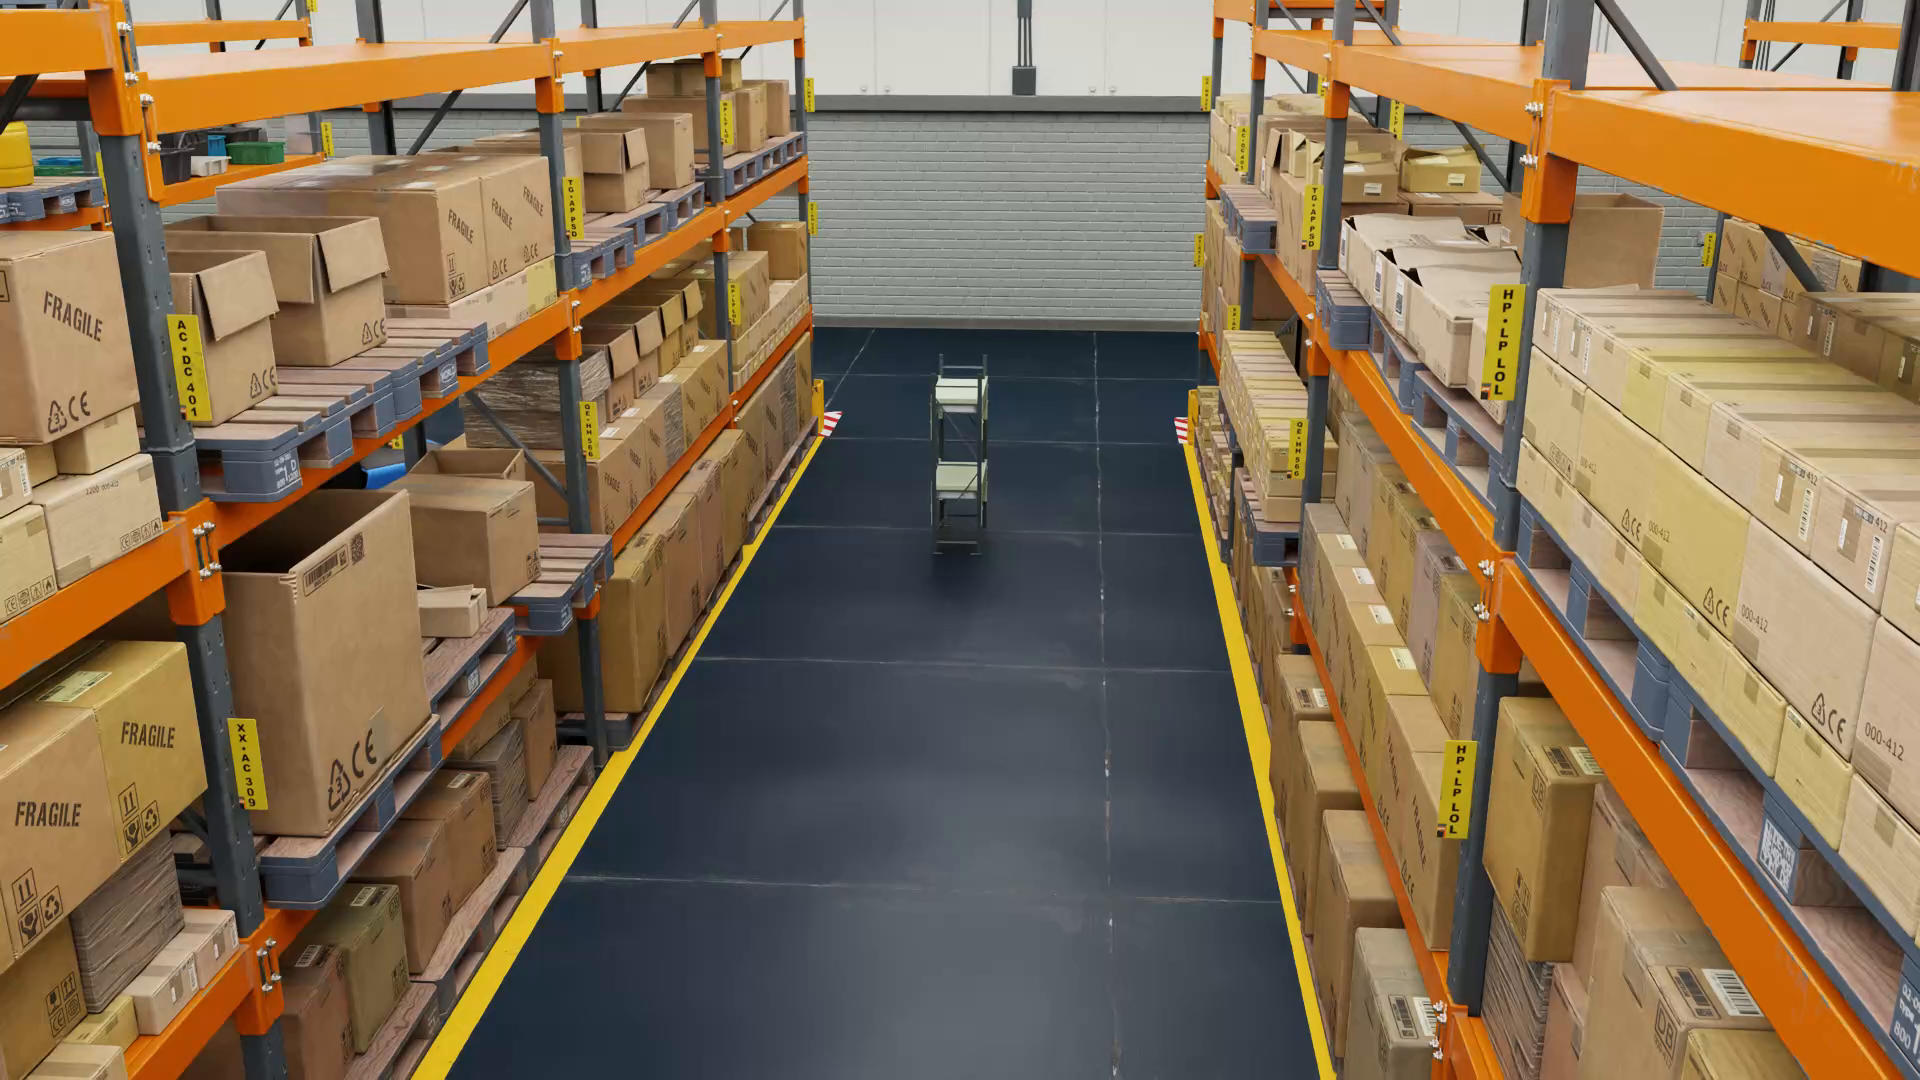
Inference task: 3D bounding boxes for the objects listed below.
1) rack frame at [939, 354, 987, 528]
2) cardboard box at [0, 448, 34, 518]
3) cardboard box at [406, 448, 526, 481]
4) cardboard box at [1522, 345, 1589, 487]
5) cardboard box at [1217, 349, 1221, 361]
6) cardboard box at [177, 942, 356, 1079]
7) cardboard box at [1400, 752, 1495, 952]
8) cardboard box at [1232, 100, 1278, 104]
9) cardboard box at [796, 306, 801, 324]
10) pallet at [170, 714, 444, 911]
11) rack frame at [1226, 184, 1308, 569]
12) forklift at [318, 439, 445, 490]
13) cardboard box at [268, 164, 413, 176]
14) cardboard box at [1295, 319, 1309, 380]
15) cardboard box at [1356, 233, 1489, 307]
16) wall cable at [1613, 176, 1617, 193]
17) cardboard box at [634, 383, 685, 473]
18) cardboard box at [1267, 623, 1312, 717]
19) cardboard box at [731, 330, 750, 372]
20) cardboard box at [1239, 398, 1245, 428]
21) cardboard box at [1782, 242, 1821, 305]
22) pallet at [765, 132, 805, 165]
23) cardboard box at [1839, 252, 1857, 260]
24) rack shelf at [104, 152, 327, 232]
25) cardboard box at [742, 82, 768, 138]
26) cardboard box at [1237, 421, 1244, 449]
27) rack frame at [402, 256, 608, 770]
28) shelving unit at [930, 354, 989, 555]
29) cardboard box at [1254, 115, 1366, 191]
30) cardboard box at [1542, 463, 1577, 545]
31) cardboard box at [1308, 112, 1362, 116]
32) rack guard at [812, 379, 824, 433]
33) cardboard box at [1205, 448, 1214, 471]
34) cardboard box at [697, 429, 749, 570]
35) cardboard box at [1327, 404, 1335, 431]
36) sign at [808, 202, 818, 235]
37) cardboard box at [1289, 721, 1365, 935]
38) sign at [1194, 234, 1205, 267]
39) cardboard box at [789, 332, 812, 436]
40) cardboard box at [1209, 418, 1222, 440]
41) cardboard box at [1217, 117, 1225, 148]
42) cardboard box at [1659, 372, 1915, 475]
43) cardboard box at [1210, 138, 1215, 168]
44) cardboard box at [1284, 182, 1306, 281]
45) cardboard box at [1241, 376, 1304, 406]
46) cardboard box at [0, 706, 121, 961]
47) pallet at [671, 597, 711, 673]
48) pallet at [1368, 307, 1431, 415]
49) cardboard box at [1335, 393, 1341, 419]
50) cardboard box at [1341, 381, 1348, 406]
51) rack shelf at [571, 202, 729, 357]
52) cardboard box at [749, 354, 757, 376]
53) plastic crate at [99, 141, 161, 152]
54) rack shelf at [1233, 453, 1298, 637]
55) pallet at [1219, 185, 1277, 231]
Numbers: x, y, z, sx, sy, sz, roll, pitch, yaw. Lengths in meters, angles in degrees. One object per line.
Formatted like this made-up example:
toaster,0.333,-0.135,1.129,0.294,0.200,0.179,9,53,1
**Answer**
rack frame,0.026,-0.824,14.030,0.400,1.500,0.023,1,18,4
cardboard box,-2.662,-0.136,4.304,0.380,0.149,0.250,0,18,1
cardboard box,-2.597,-0.181,8.824,0.500,0.500,0.500,-1,18,-3
cardboard box,1.740,-0.315,4.179,0.500,0.250,0.500,1,18,4
cardboard box,2.455,-1.665,14.590,0.380,0.149,0.250,2,18,5
cardboard box,-2.820,1.928,6.529,0.700,0.500,0.500,0,18,0
cardboard box,1.825,1.066,5.692,0.500,0.500,0.500,1,18,4
cardboard box,2.605,-3.812,14.719,0.380,0.149,0.250,2,18,5
cardboard box,-1.758,-2.191,16.196,0.380,0.149,0.250,1,18,4
pallet,-2.685,0.997,6.373,1.003,0.211,1.213,1,18,4
rack frame,2.628,-1.203,12.777,1.000,3.000,0.127,1,18,4
forklift,-5.117,-0.815,11.704,1.130,2.935,3.031,17,24,41
cardboard box,-2.929,-1.516,7.951,0.500,0.500,0.500,1,18,4
cardboard box,2.915,-1.540,13.168,0.500,0.500,0.500,1,18,3
cardboard box,2.034,-1.186,7.315,0.500,0.250,0.500,2,18,5
wall cable,8.240,-4.616,21.510,0.585,1.953,0.123,1,18,4
cardboard box,-2.187,-0.770,11.295,0.500,0.500,0.500,1,18,4
cardboard box,2.128,0.817,9.951,0.500,0.500,0.500,1,18,4
cardboard box,-2.017,-1.555,13.615,0.500,0.250,0.500,1,18,3
cardboard box,2.031,-0.827,10.880,0.380,0.149,0.250,1,18,3
cardboard box,7.447,-2.271,14.269,0.500,0.500,0.500,1,18,4
pallet,-2.068,-3.740,15.845,1.003,0.211,1.213,1,18,4
cardboard box,7.414,-2.372,13.536,0.380,0.149,0.250,1,18,3
rack shelf,-7.109,-3.160,15.089,1.077,0.370,4.000,1,18,4
cardboard box,-2.169,-3.973,15.417,0.700,0.500,0.500,1,18,2
cardboard box,2.032,-0.687,10.932,0.380,0.149,0.250,0,18,1
rack frame,-2.599,-0.103,9.420,1.000,3.000,0.127,1,18,4
shelving unit,0.000,-0.711,13.683,0.431,1.500,0.755,1,18,4
cardboard box,2.491,-2.760,11.878,0.700,0.500,0.500,1,18,4
cardboard box,1.673,-0.086,4.118,0.380,0.149,0.250,1,18,4
cardboard box,2.969,-3.312,13.194,0.380,0.149,0.250,1,18,2
rack guard,-2.023,-1.407,17.414,1.175,0.500,0.348,1,18,4
cardboard box,2.454,-0.740,15.269,0.380,0.149,0.250,0,18,1
cardboard box,-2.338,-0.336,12.868,1.225,0.875,0.875,1,18,4
cardboard box,2.727,-0.833,11.377,0.380,0.149,0.250,1,18,2
sign,-1.485,-3.234,16.735,0.100,0.325,0.005,1,18,4
cardboard box,2.149,1.368,7.871,1.050,0.750,0.750,2,18,5
sign,2.374,-2.869,16.471,0.100,0.325,0.005,1,18,4
cardboard box,-1.991,-1.577,16.656,0.875,0.875,0.875,1,18,4
cardboard box,2.464,-1.009,15.132,0.380,0.149,0.250,2,18,5
cardboard box,2.540,-3.588,14.676,0.500,0.250,0.500,1,18,5
cardboard box,1.618,-0.228,3.273,0.380,0.149,0.250,1,18,5
cardboard box,2.628,-3.666,15.717,0.500,0.250,0.500,2,18,6
cardboard box,2.152,-1.772,9.537,0.500,0.500,0.500,1,18,4
cardboard box,2.034,-0.968,10.835,0.380,0.149,0.250,2,18,6
cardboard box,-2.678,0.777,4.491,0.500,0.500,0.500,1,18,4
pallet,-2.377,0.601,11.749,1.003,0.211,1.213,1,18,4
pallet,2.271,-0.748,6.874,1.003,0.211,1.213,2,18,6
cardboard box,2.706,-0.887,11.064,0.380,0.149,0.250,1,18,4
cardboard box,2.682,-0.948,10.774,0.380,0.149,0.250,1,18,3
rack shelf,-2.455,-1.808,10.960,1.077,0.370,4.000,1,18,4
cardboard box,-1.922,-1.474,14.007,0.380,0.149,0.250,2,18,6
plastic crate,-7.432,-3.386,14.811,0.437,0.282,0.530,1,18,4
rack shelf,2.485,-0.240,10.994,1.077,0.370,4.000,1,18,4
pallet,2.478,-2.350,11.762,1.213,0.211,1.003,1,18,4
